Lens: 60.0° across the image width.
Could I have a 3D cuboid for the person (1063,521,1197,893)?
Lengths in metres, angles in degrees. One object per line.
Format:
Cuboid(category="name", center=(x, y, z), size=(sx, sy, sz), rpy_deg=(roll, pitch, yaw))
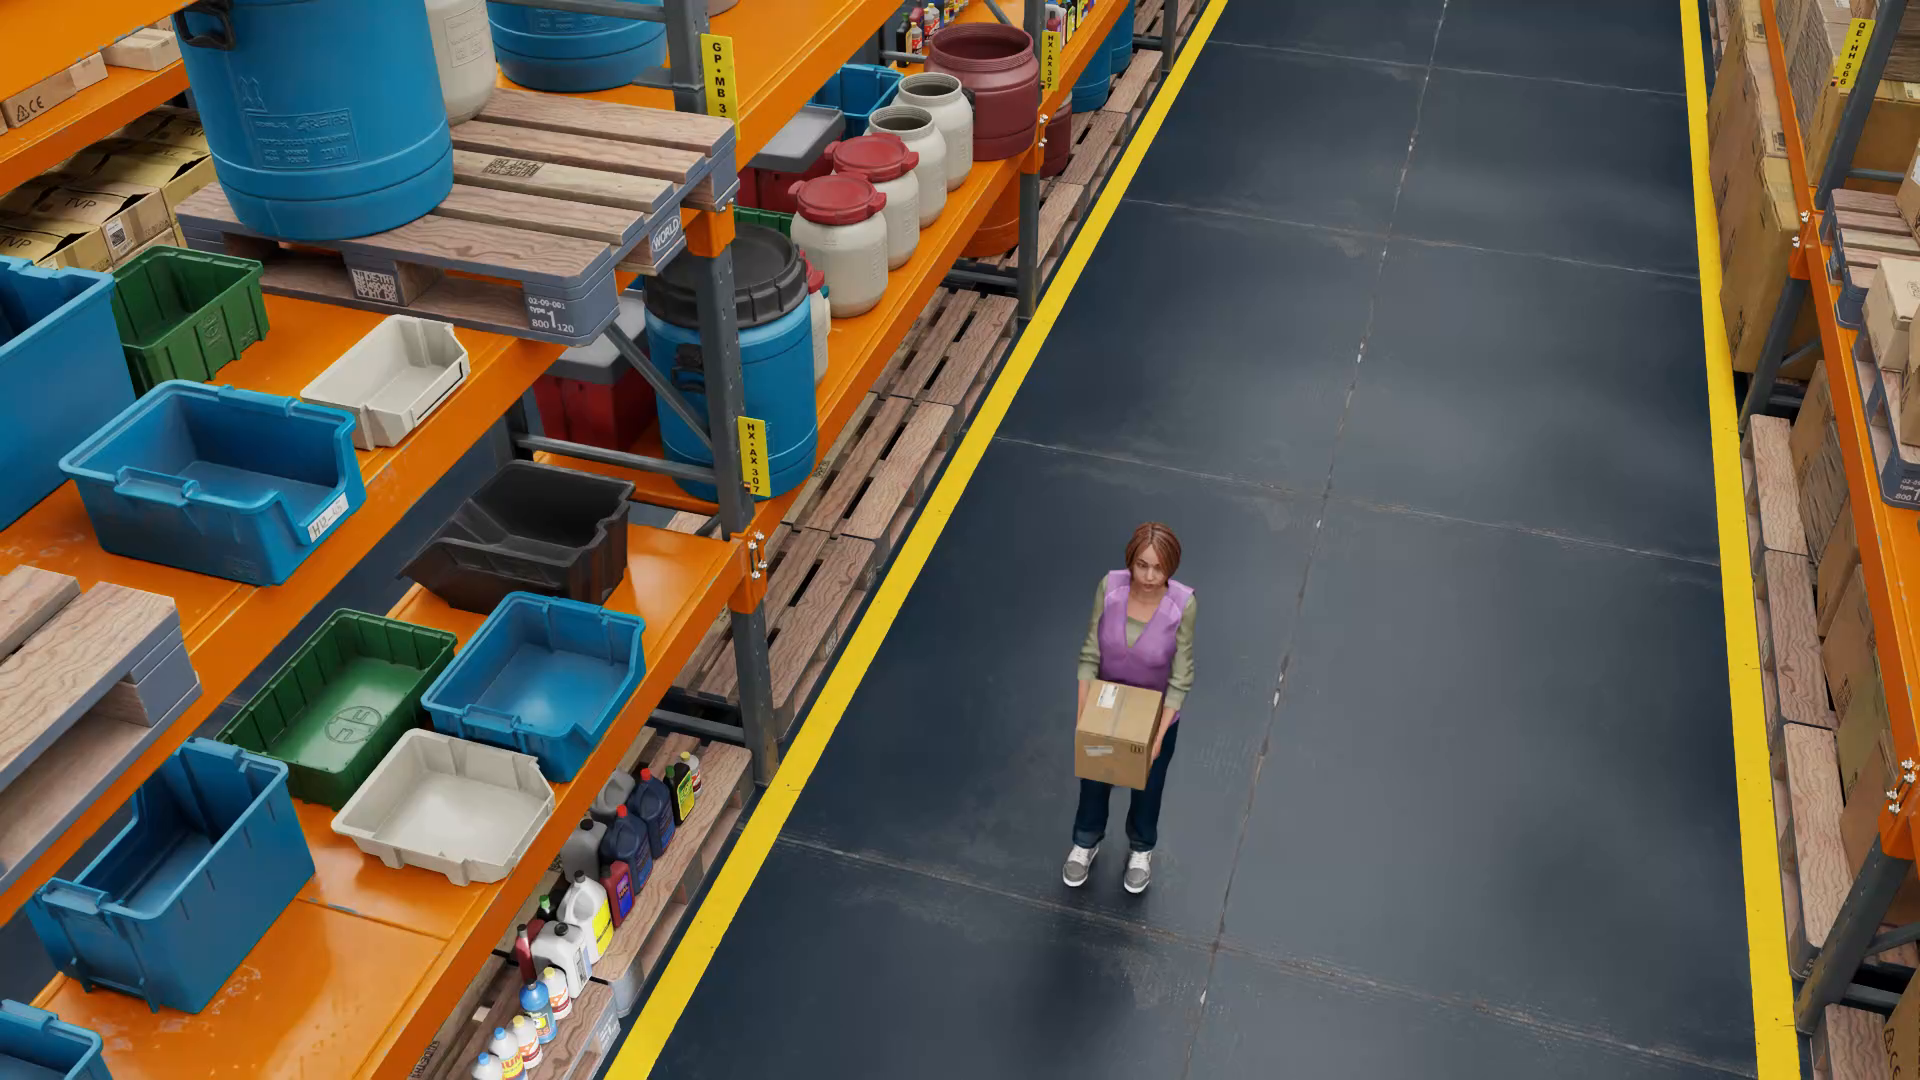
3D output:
Cuboid(category="person", center=(0.616, 0.666, 6.026), size=(0.414, 1.599, 0.473), rpy_deg=(11, 39, 14))
